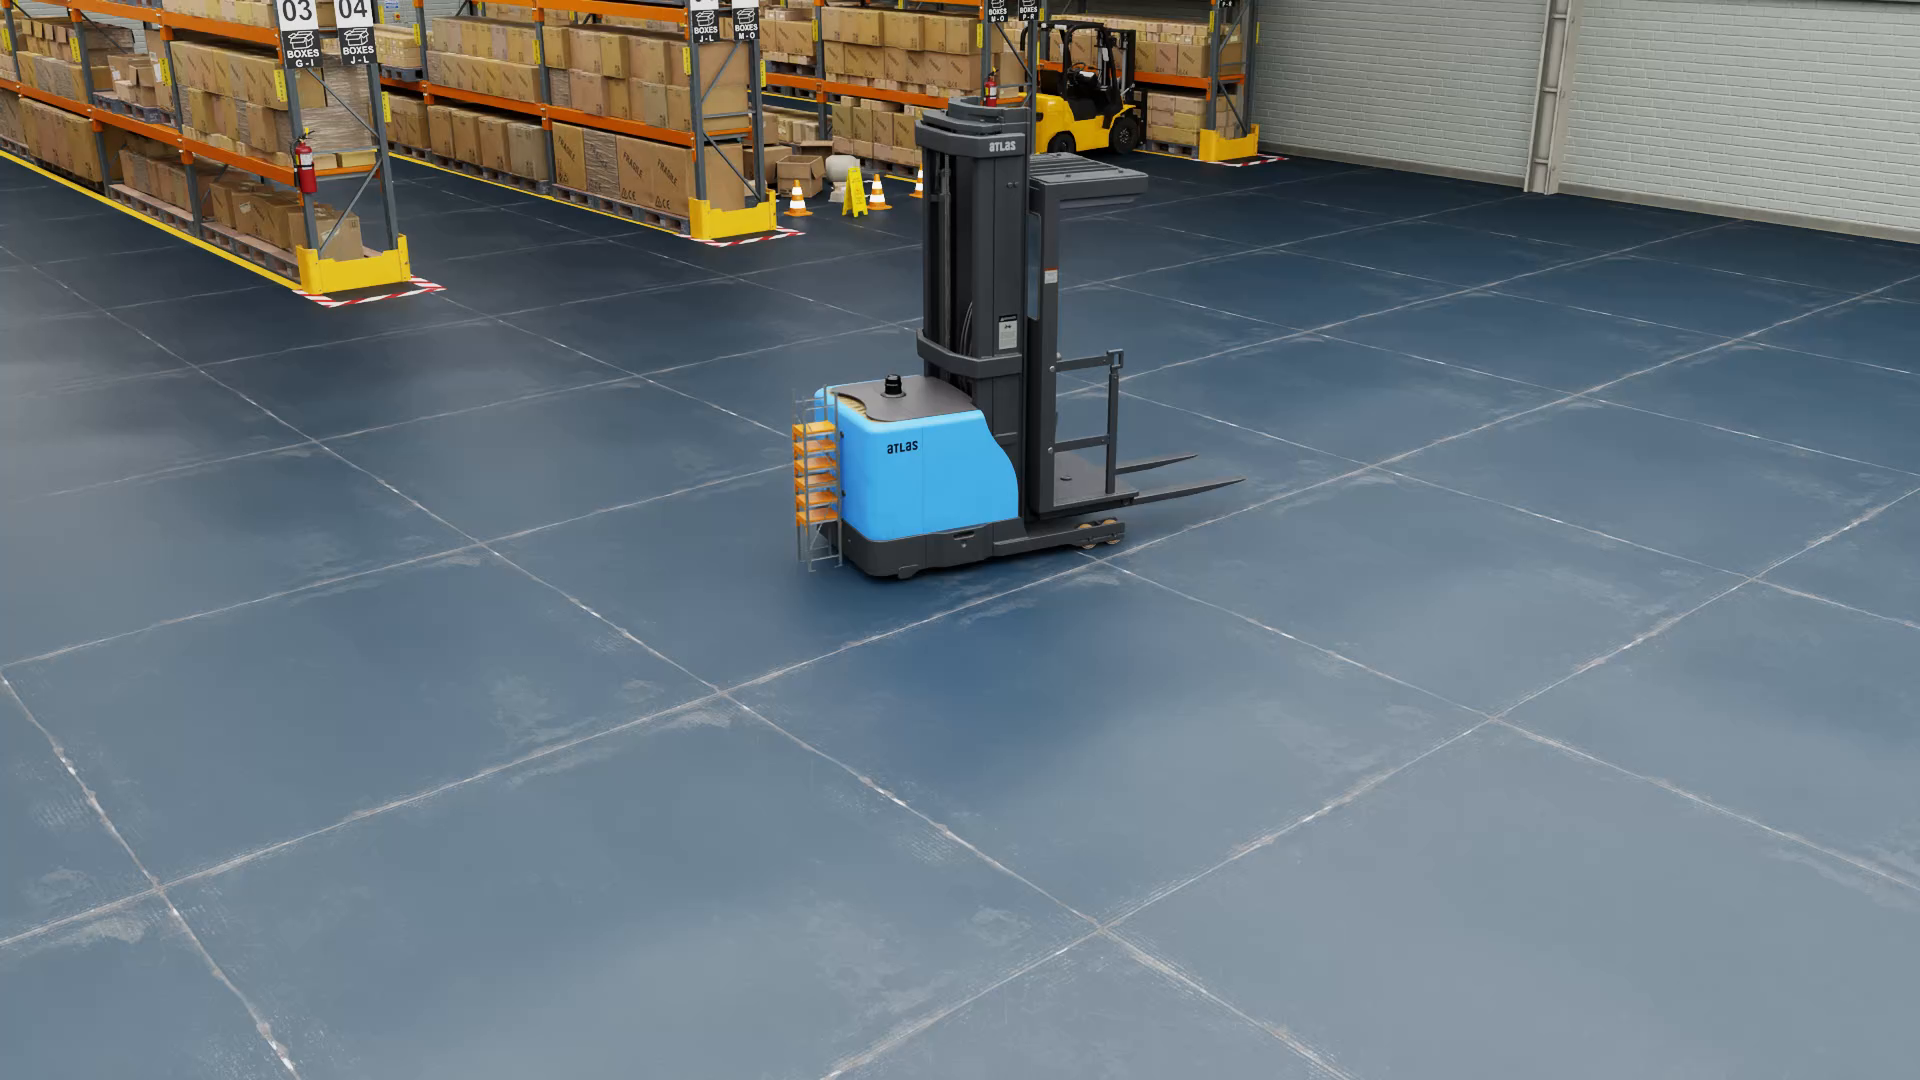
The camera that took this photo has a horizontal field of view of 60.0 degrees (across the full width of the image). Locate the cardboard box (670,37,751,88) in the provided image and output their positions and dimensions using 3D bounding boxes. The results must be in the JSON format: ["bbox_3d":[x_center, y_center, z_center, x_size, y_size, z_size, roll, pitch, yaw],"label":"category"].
[{"bbox_3d":[-3.181,-6.109,21.281,0.875,0.550,0.550,-17,27,-37],"label":"cardboard box"}]

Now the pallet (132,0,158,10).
[{"bbox_3d":[-9.725,-6.882,21.085,1.213,0.211,1.003,-17,27,-37],"label":"pallet"}]

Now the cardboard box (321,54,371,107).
[{"bbox_3d":[-6.944,-5.139,18.575,0.500,0.500,0.500,-17,27,-37],"label":"cardboard box"}]

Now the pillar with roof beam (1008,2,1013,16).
[{"bbox_3d":[-2.475,-11.646,28.880,9.100,9.000,0.400,-17,27,-37],"label":"pillar with roof beam"}]

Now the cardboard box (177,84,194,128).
[{"bbox_3d":[-9.155,-5.422,20.671,0.875,0.500,0.500,-17,27,-37],"label":"cardboard box"}]

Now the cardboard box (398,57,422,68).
[{"bbox_3d":[-8.860,-7.740,26.901,0.380,0.149,0.250,-17,27,-37],"label":"cardboard box"}]

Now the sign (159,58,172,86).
[{"bbox_3d":[-9.820,-5.782,20.547,0.100,0.325,0.005,-17,27,-37],"label":"sign"}]

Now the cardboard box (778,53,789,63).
[{"bbox_3d":[-2.794,-8.030,27.642,0.380,0.149,0.250,-18,28,-38],"label":"cardboard box"}]

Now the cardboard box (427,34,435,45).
[{"bbox_3d":[-8.522,-8.237,27.355,0.380,0.149,0.250,-18,28,-39],"label":"cardboard box"}]

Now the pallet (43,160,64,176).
[{"bbox_3d":[-14.064,-6.093,26.751,1.003,0.211,1.213,-17,27,-37],"label":"pallet"}]

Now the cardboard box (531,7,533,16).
[{"bbox_3d":[-8.298,-10.803,33.445,0.500,0.500,0.500,-17,27,-37],"label":"cardboard box"}]

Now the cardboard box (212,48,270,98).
[{"bbox_3d":[-8.313,-5.431,19.320,0.500,0.500,0.500,-17,27,-37],"label":"cardboard box"}]

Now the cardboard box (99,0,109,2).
[{"bbox_3d":[-11.222,-7.336,22.195,0.500,0.250,0.500,-17,27,-36],"label":"cardboard box"}]

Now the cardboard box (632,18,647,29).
[{"bbox_3d":[-5.702,-9.712,30.659,0.500,0.500,0.500,-17,27,-37],"label":"cardboard box"}]

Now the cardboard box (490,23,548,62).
[{"bbox_3d":[-6.574,-7.459,24.906,0.700,0.500,0.500,-17,27,-37],"label":"cardboard box"}]

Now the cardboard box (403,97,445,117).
[{"bbox_3d":[-8.835,-7.142,27.429,0.500,0.250,0.500,-18,28,-39],"label":"cardboard box"}]

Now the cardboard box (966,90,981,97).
[{"bbox_3d":[0.310,-6.566,24.479,0.380,0.149,0.250,-16,27,-36],"label":"cardboard box"}]

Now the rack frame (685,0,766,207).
[{"bbox_3d":[-2.968,-5.424,21.220,1.000,3.000,0.127,-17,27,-37],"label":"rack frame"}]

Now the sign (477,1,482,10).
[{"bbox_3d":[-10.152,-11.361,35.081,0.100,0.325,0.005,-17,27,-37],"label":"sign"}]

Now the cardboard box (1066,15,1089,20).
[{"bbox_3d":[2.099,-9.200,29.426,0.380,0.149,0.250,-17,27,-37],"label":"cardboard box"}]

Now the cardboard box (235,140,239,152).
[{"bbox_3d":[-8.303,-4.659,19.611,0.380,0.149,0.250,-17,27,-37],"label":"cardboard box"}]

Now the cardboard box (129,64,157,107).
[{"bbox_3d":[-10.604,-6.077,22.169,0.797,0.503,0.637,-14,26,-32],"label":"cardboard box"}]

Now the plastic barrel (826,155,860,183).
[{"bbox_3d":[-1.779,-5.641,25.306,0.512,0.421,0.421,0,21,-1],"label":"plastic barrel"}]

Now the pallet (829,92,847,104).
[{"bbox_3d":[-1.999,-9.277,34.881,1.003,0.211,1.213,-17,27,-37],"label":"pallet"}]

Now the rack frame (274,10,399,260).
[{"bbox_3d":[-6.791,-4.271,18.276,1.000,3.000,0.127,-17,27,-37],"label":"rack frame"}]

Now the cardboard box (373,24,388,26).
[{"bbox_3d":[-10.215,-8.957,29.192,0.380,0.149,0.250,-18,28,-39],"label":"cardboard box"}]

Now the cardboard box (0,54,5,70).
[{"bbox_3d":[-15.451,-7.857,27.230,0.500,0.250,0.500,-16,27,-36],"label":"cardboard box"}]

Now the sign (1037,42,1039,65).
[{"bbox_3d":[1.127,-7.163,24.472,0.100,0.325,0.005,-17,27,-37],"label":"sign"}]

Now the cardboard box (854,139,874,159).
[{"bbox_3d":[-1.357,-6.279,26.596,0.500,0.250,0.500,-16,26,-34],"label":"cardboard box"}]

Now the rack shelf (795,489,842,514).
[{"bbox_3d":[-0.931,-0.242,10.906,0.258,0.103,0.180,-10,24,-24],"label":"rack shelf"}]

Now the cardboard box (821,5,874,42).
[{"bbox_3d":[-1.772,-8.213,26.424,0.700,0.500,0.500,-18,28,-38],"label":"cardboard box"}]

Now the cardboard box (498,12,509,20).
[{"bbox_3d":[-9.281,-10.763,34.715,0.500,0.500,0.500,-18,28,-38],"label":"cardboard box"}]

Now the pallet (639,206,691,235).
[{"bbox_3d":[-3.549,-4.328,22.245,1.003,0.211,1.213,-17,27,-37],"label":"pallet"}]

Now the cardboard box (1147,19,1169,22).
[{"bbox_3d":[3.429,-8.878,28.604,0.380,0.149,0.250,-17,27,-37],"label":"cardboard box"}]

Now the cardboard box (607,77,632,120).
[{"bbox_3d":[-4.268,-6.054,22.621,0.875,0.550,0.500,-17,27,-37],"label":"cardboard box"}]

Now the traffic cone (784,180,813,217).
[{"bbox_3d":[-2.239,-4.728,22.920,0.336,0.463,0.334,-17,27,-37],"label":"traffic cone"}]

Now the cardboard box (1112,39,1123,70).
[{"bbox_3d":[2.951,-8.356,28.569,0.500,0.500,0.500,-17,27,-37],"label":"cardboard box"}]

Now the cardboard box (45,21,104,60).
[{"bbox_3d":[-13.344,-7.566,25.174,0.797,0.503,0.637,-16,27,-36],"label":"cardboard box"}]

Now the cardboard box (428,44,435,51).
[{"bbox_3d":[-8.532,-8.107,27.431,0.380,0.149,0.250,-16,26,-35],"label":"cardboard box"}]

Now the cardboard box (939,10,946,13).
[{"bbox_3d":[-0.382,-10.330,32.719,0.380,0.149,0.250,-16,27,-36],"label":"cardboard box"}]

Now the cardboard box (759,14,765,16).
[{"bbox_3d":[-3.322,-8.883,28.929,0.500,0.500,0.500,-20,29,-41],"label":"cardboard box"}]

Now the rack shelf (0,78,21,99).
[{"bbox_3d":[-15.930,-7.804,28.283,1.077,0.370,4.000,-17,27,-37],"label":"rack shelf"}]

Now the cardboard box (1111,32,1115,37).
[{"bbox_3d":[2.686,-8.756,28.699,0.380,0.149,0.250,-19,28,-39],"label":"cardboard box"}]

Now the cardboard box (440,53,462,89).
[{"bbox_3d":[-7.767,-7.353,26.007,0.500,0.500,0.500,-18,28,-38],"label":"cardboard box"}]

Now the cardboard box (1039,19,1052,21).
[{"bbox_3d":[1.661,-9.502,30.604,0.380,0.149,0.250,-19,28,-39],"label":"cardboard box"}]

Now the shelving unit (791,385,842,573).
[{"bbox_3d":[-0.931,-0.395,10.846,0.258,1.200,0.189,-10,24,-24],"label":"shelving unit"}]

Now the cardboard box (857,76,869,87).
[{"bbox_3d":[-1.396,-7.255,26.239,0.380,0.149,0.250,-16,27,-36],"label":"cardboard box"}]

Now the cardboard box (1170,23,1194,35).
[{"bbox_3d":[3.705,-8.476,27.576,0.380,0.149,0.250,-17,27,-36],"label":"cardboard box"}]

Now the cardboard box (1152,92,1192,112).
[{"bbox_3d":[3.600,-7.387,28.054,0.500,0.250,0.500,-17,27,-36],"label":"cardboard box"}]

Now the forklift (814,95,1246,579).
[{"bbox_3d":[0.564,-1.466,11.209,3.031,2.935,1.130,-10,24,-24],"label":"forklift"}]

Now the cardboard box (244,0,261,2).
[{"bbox_3d":[-7.552,-5.936,18.071,0.380,0.149,0.250,-19,28,-40],"label":"cardboard box"}]

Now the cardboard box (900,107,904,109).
[{"bbox_3d":[-0.638,-6.620,26.438,0.500,0.500,0.500,-16,26,-35],"label":"cardboard box"}]

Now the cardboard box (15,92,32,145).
[{"bbox_3d":[-14.994,-6.994,27.566,0.875,0.875,0.875,-17,27,-37],"label":"cardboard box"}]

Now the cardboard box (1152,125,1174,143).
[{"bbox_3d":[3.611,-6.923,28.240,0.500,0.250,0.500,-17,27,-37],"label":"cardboard box"}]

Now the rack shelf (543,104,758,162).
[{"bbox_3d":[-4.273,-5.642,22.762,1.077,0.370,4.000,-17,27,-37],"label":"rack shelf"}]

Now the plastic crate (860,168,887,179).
[{"bbox_3d":[-1.491,-5.747,26.048,0.583,0.080,0.402,12,24,27],"label":"plastic crate"}]
